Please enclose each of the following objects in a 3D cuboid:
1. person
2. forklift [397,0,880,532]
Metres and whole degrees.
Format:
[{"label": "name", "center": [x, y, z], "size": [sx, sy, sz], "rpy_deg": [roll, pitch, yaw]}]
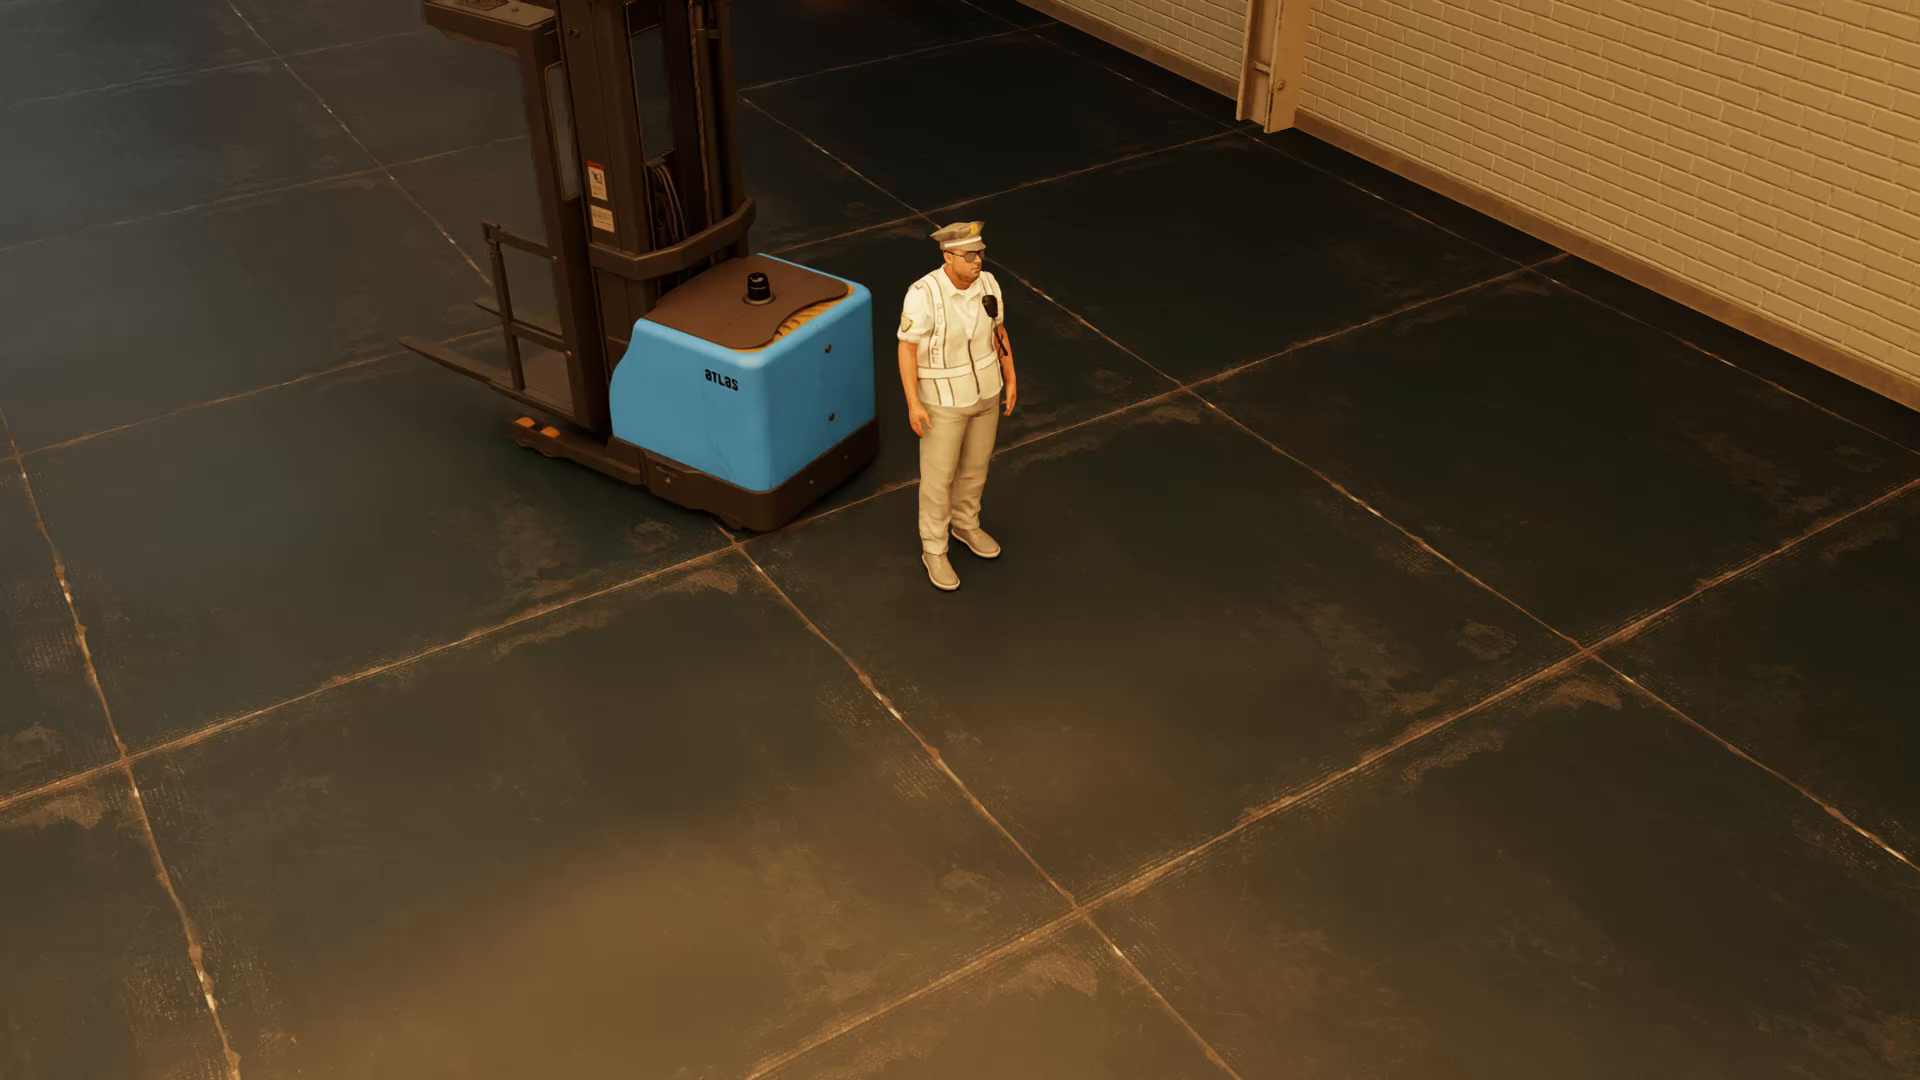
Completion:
[{"label": "person", "center": [0.036, -0.685, 8.123], "size": [0.638, 1.772, 0.569], "rpy_deg": [-20, 40, -26]}, {"label": "forklift", "center": [-1.956, -1.896, 8.846], "size": [3.031, 2.935, 1.130], "rpy_deg": [21, 40, 27]}]
